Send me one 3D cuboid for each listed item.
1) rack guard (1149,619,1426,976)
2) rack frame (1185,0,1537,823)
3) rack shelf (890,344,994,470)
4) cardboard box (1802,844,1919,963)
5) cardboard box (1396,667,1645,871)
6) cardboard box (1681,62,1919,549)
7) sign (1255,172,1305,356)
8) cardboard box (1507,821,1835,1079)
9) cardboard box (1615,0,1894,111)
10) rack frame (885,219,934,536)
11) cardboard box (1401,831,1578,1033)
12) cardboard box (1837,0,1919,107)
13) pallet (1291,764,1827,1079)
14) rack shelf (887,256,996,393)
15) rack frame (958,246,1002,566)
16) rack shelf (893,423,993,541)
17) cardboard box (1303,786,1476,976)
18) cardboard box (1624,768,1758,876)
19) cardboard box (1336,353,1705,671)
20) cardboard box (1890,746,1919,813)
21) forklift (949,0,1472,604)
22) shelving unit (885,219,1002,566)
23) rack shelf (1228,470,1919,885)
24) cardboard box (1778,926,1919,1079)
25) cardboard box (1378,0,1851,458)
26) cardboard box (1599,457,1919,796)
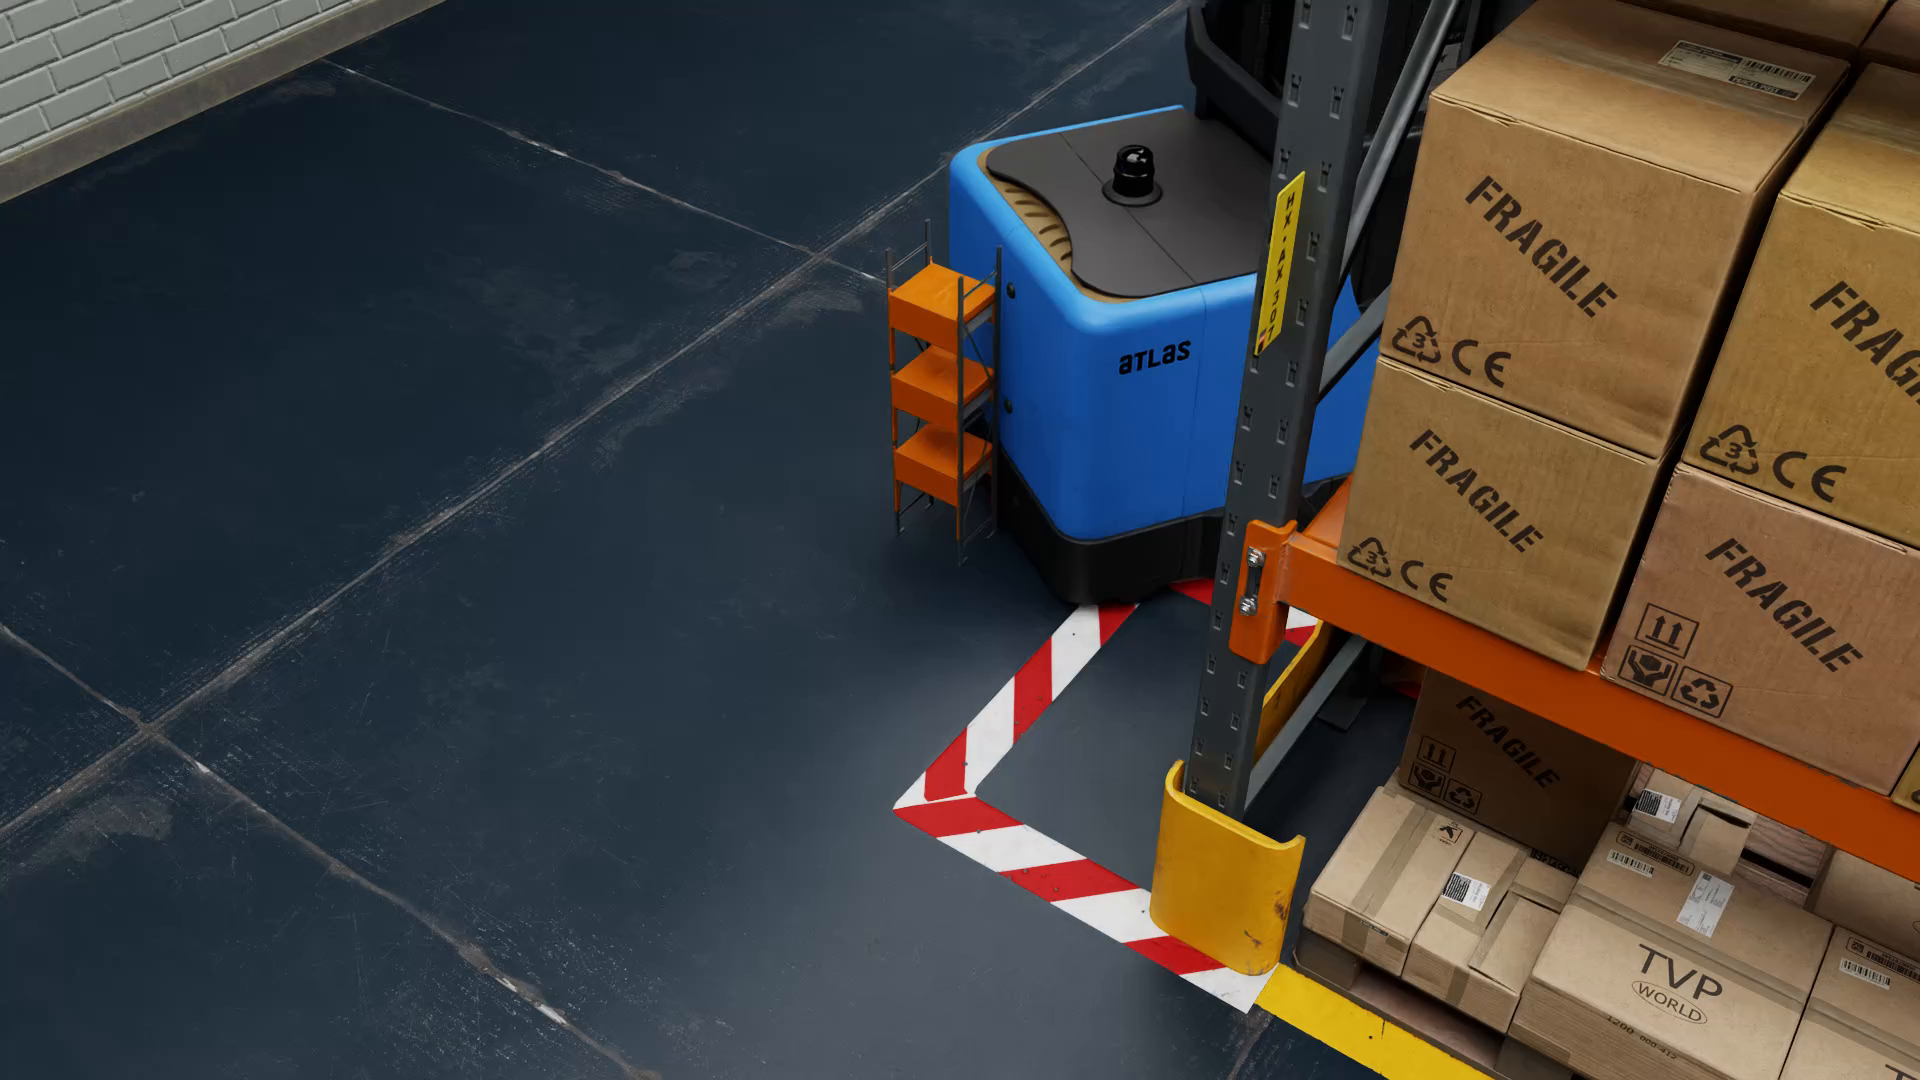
[{"bbox_3d":[0.929,0.511,4.304,0.348,0.500,1.175,25,48,25],"label":"rack guard"},{"bbox_3d":[0.866,-0.449,3.503,0.127,3.000,1.000,25,48,25],"label":"rack frame"},{"bbox_3d":[-0.045,-0.404,4.930,0.240,0.259,0.215,25,48,25],"label":"rack shelf"},{"bbox_3d":[2.214,0.865,3.766,0.500,0.250,0.500,25,48,25],"label":"cardboard box"},{"bbox_3d":[1.453,0.392,4.107,0.500,0.500,0.500,25,48,25],"label":"cardboard box"},{"bbox_3d":[1.511,-0.349,2.566,0.500,0.500,0.500,26,48,26],"label":"cardboard box"},{"bbox_3d":[0.555,-0.476,2.883,0.005,0.325,0.100,25,48,25],"label":"sign"},{"bbox_3d":[1.558,0.966,3.653,0.500,0.250,0.500,25,48,25],"label":"cardboard box"},{"bbox_3d":[1.389,-0.839,3.113,0.500,0.500,0.500,25,47,25],"label":"cardboard box"},{"bbox_3d":[-0.145,-0.458,4.975,0.008,1.050,0.200,25,48,25],"label":"rack frame"},{"bbox_3d":[1.217,0.886,3.805,0.250,0.166,0.380,25,48,25],"label":"cardboard box"},{"bbox_3d":[1.803,-0.646,2.898,0.500,0.500,0.500,26,48,26],"label":"cardboard box"},{"bbox_3d":[1.582,0.924,4.060,1.213,0.211,1.003,25,48,25],"label":"pallet"},{"bbox_3d":[-0.045,-0.615,4.740,0.240,0.259,0.215,25,48,25],"label":"rack shelf"},{"bbox_3d":[0.055,-0.364,4.870,0.008,1.050,0.200,25,48,25],"label":"rack frame"},{"bbox_3d":[-0.045,-0.196,5.115,0.240,0.259,0.215,25,48,25],"label":"rack shelf"},{"bbox_3d":[1.012,0.797,3.918,0.250,0.149,0.380,25,48,25],"label":"cardboard box"},{"bbox_3d":[1.733,0.720,3.990,0.250,0.166,0.380,25,48,25],"label":"cardboard box"},{"bbox_3d":[1.078,-0.173,3.119,0.500,0.500,0.500,26,48,26],"label":"cardboard box"},{"bbox_3d":[1.913,0.216,2.685,0.500,0.500,0.500,25,47,25],"label":"cardboard box"},{"bbox_3d":[1.524,-1.524,4.755,3.031,2.935,1.130,-15,44,-16],"label":"forklift"},{"bbox_3d":[-0.045,-0.411,4.922,0.252,1.050,0.215,25,48,25],"label":"shelving unit"},{"bbox_3d":[2.504,0.584,2.887,4.000,0.370,1.077,25,48,25],"label":"rack shelf"},{"bbox_3d":[1.967,1.157,3.439,0.500,0.250,0.500,25,48,25],"label":"cardboard box"},{"bbox_3d":[1.078,-0.545,2.785,0.500,0.500,0.500,27,48,27],"label":"cardboard box"},{"bbox_3d":[1.504,0.022,2.901,0.500,0.500,0.500,25,47,25],"label":"cardboard box"}]
